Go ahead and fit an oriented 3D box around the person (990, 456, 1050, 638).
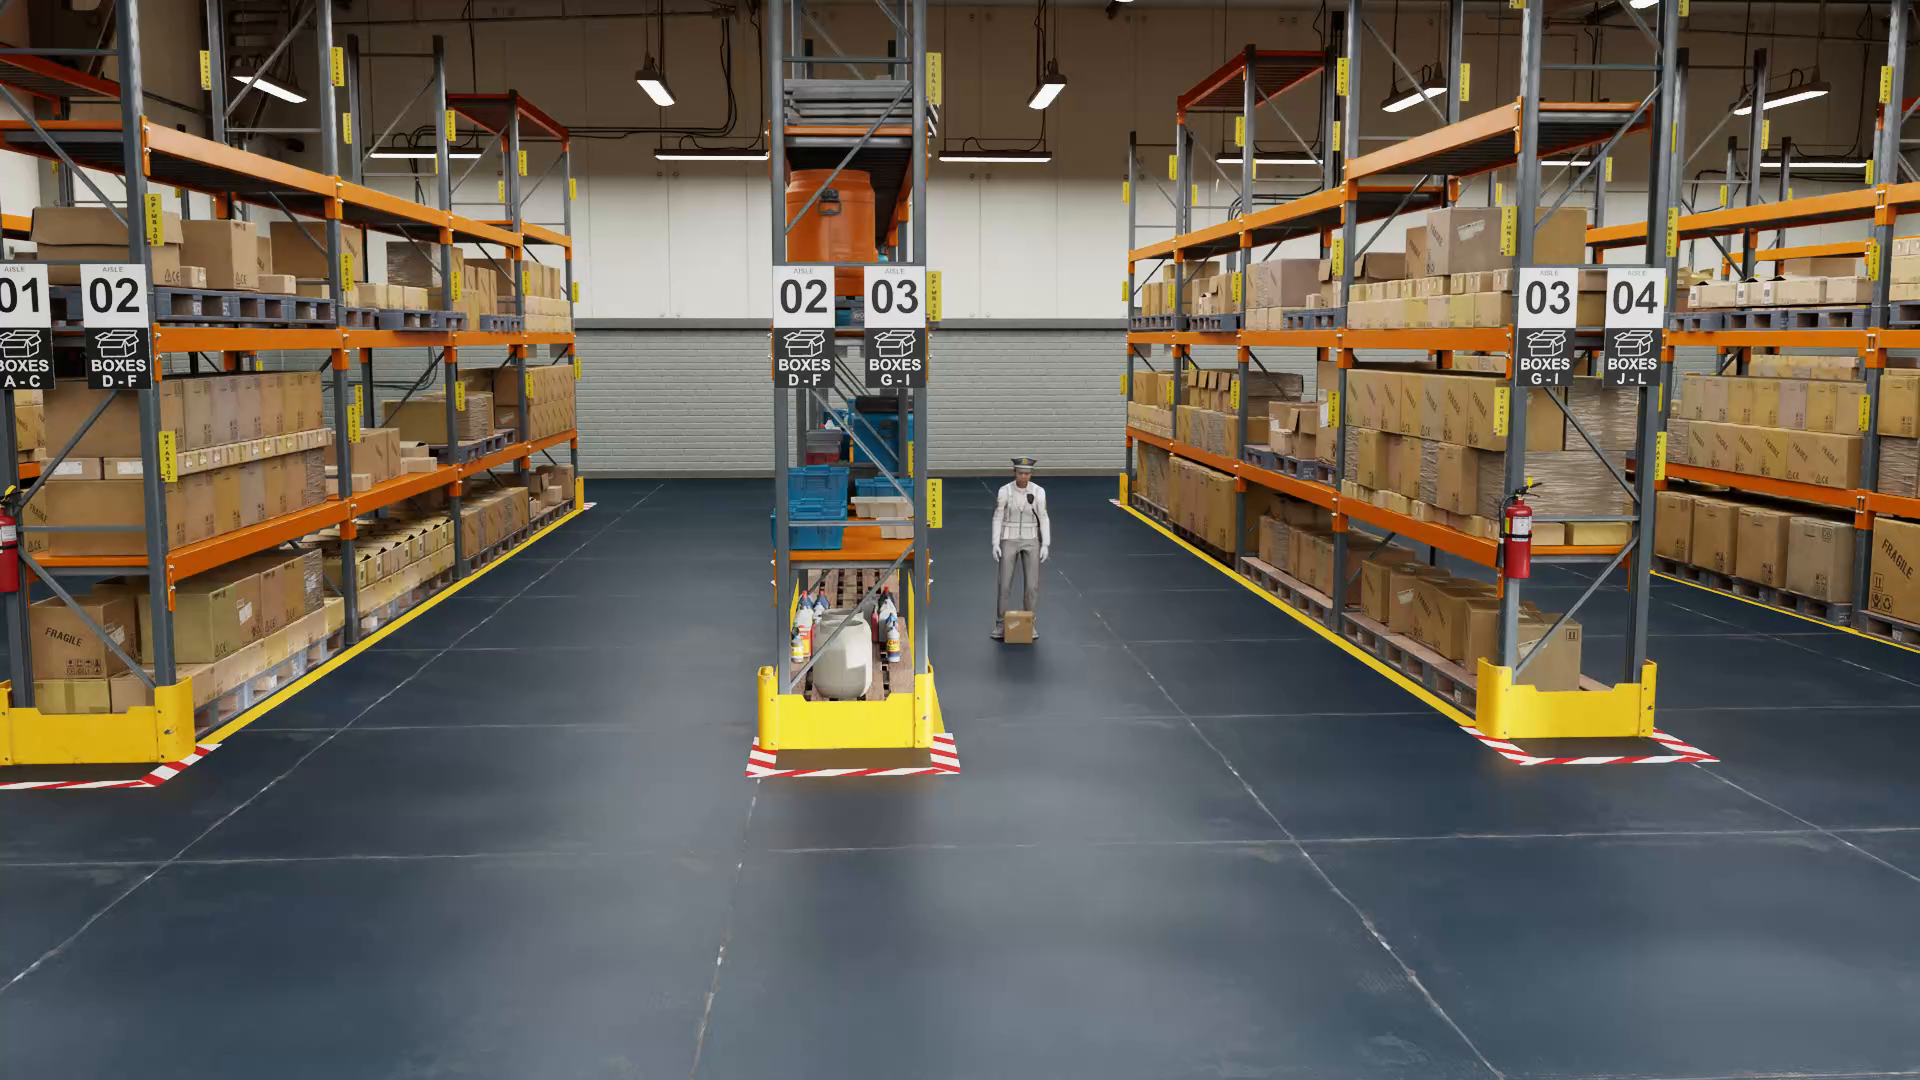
[{"bbox_3d":[0.554,0.060,15.242,0.546,1.664,0.375,0,7,1],"label":"person"}]
